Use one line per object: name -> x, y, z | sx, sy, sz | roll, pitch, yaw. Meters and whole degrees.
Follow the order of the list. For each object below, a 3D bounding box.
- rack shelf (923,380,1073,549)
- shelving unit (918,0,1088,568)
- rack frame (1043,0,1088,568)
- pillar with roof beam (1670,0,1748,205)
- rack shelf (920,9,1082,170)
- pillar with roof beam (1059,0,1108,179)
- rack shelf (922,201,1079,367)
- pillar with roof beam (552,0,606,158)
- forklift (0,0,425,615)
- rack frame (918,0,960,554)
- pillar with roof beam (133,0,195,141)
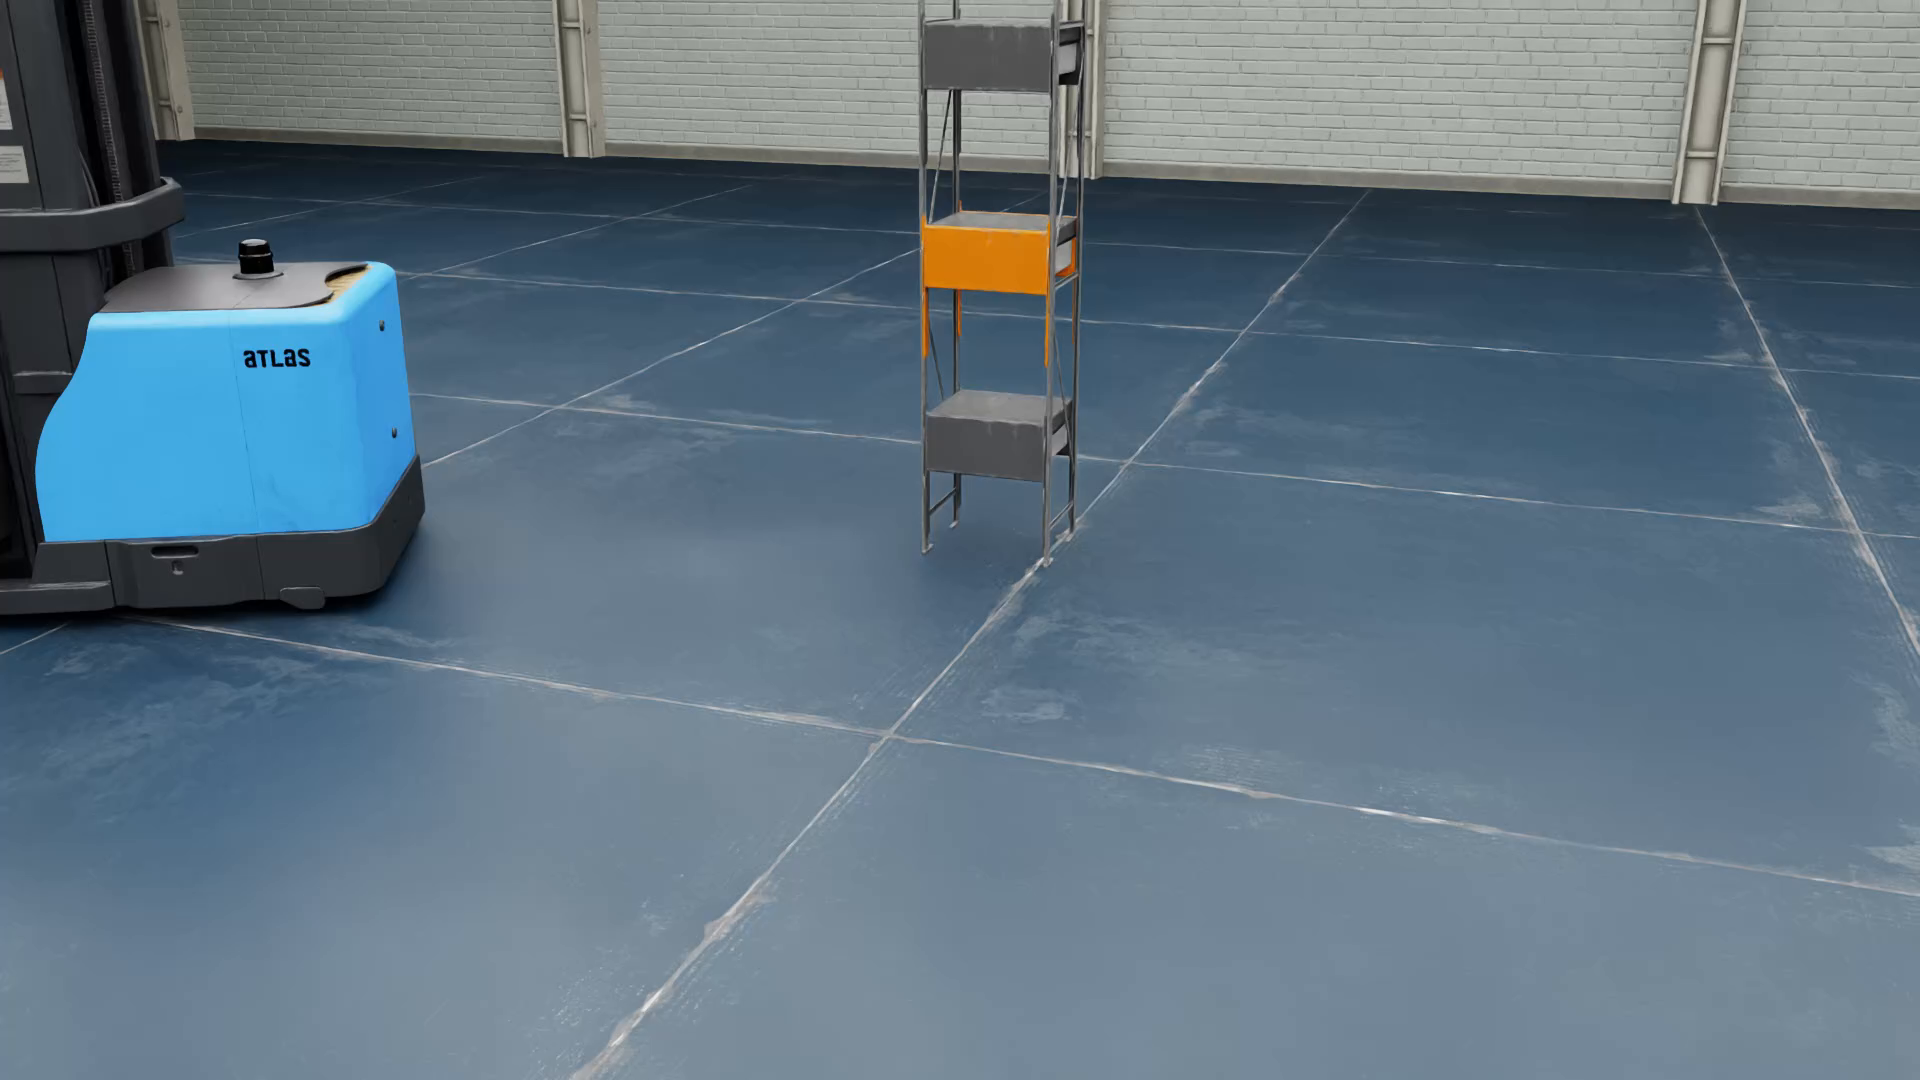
rack shelf -> 0.156, -0.300, 6.414 | 0.480, 0.518, 0.431 | 7, 20, 18
shelving unit -> 0.156, -0.974, 6.179 | 0.503, 2.100, 0.431 | 7, 20, 18
rack frame -> 0.387, -0.947, 6.104 | 0.015, 2.100, 0.400 | 7, 20, 18
pillar with roof beam -> 5.535, -6.108, 10.428 | 0.400, 9.000, 9.100 | 7, 20, 18
rack shelf -> 0.156, -1.622, 5.953 | 0.480, 0.518, 0.431 | 7, 20, 18
pillar with roof beam -> -0.132, -6.756, 12.288 | 0.400, 9.000, 9.100 | 7, 20, 18
rack shelf -> 0.156, -0.961, 6.184 | 0.480, 0.518, 0.431 | 7, 20, 18
pillar with roof beam -> -5.800, -7.405, 14.147 | 0.400, 9.000, 9.100 | 7, 20, 18
forklift -> -3.601, -1.231, 5.656 | 3.031, 2.935, 1.130 | -2, 19, -7
rack frame -> -0.074, -1.000, 6.255 | 0.015, 2.100, 0.400 | 7, 20, 18
pillar with roof beam -> -11.468, -8.053, 16.006 | 0.400, 9.000, 9.100 | 7, 20, 18
